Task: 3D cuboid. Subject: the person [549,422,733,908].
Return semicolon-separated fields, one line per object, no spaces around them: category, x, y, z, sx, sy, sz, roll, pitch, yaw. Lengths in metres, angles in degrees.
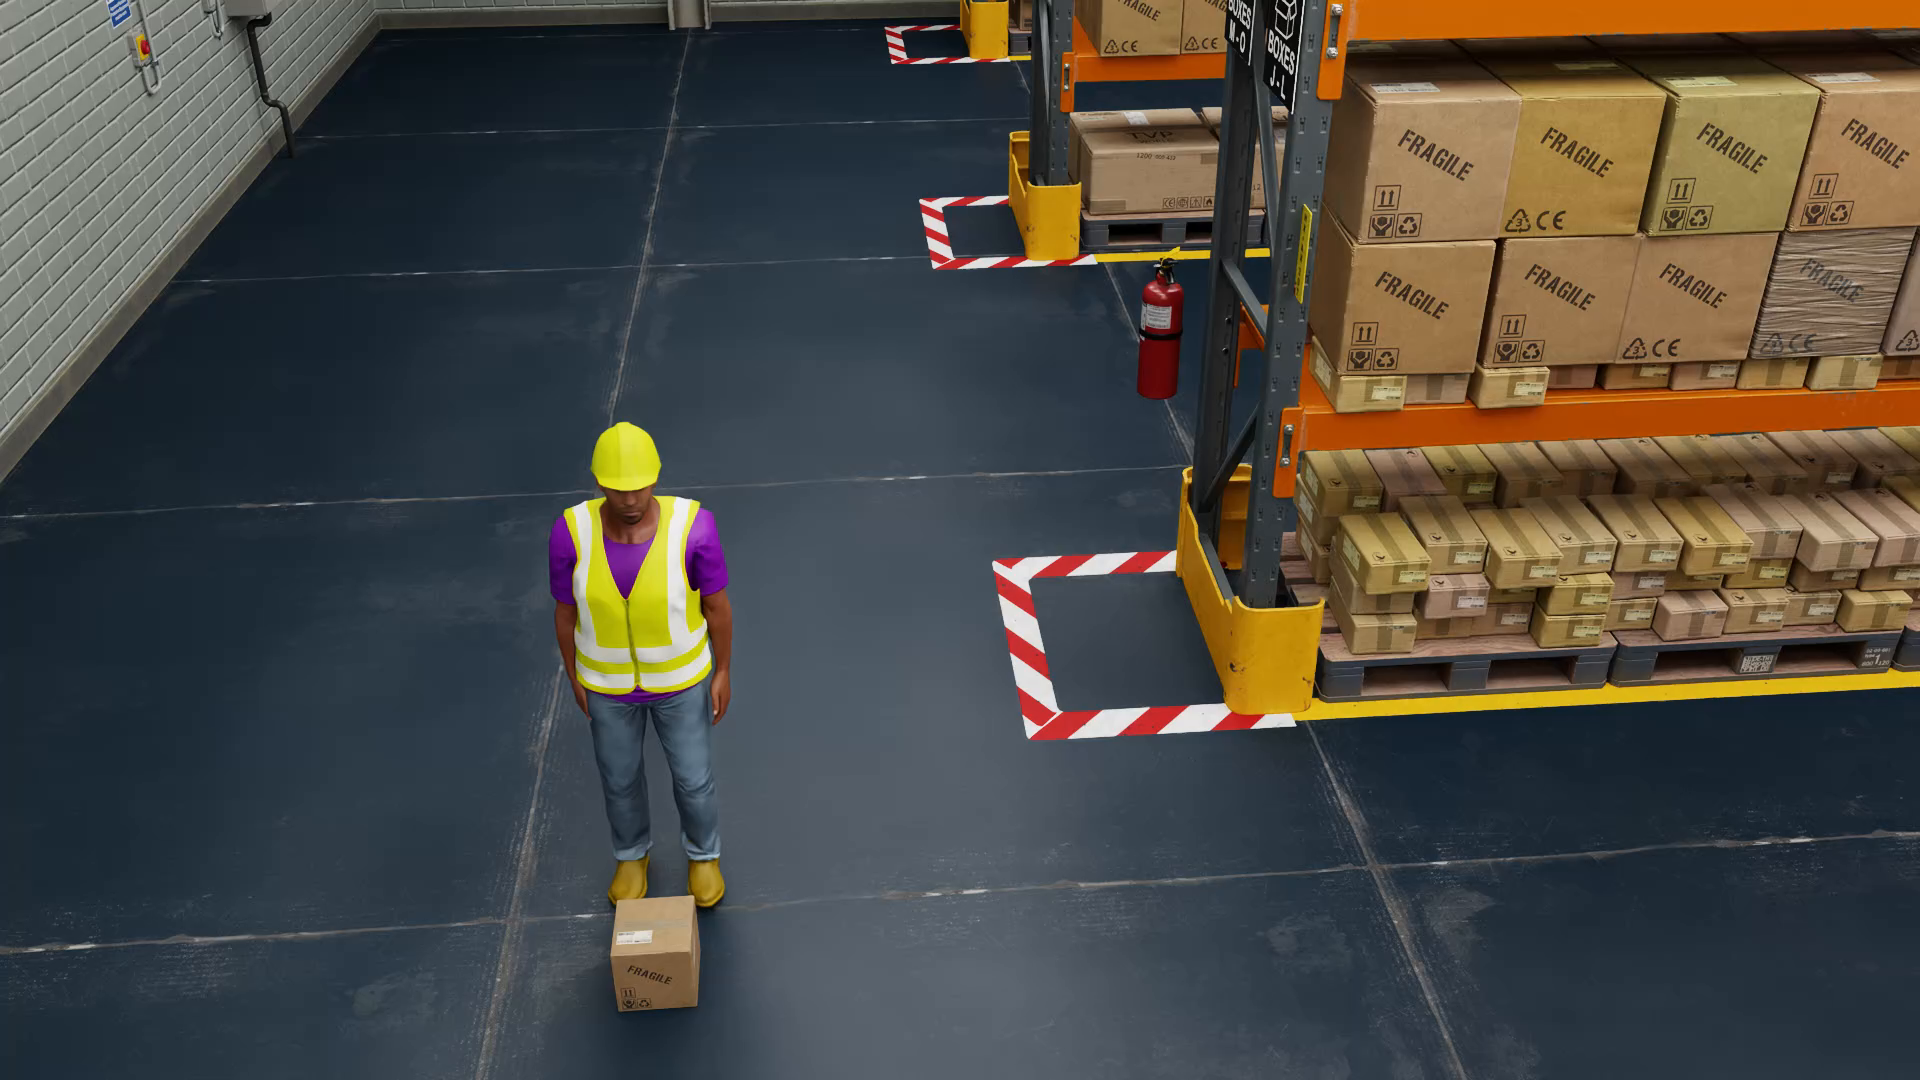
person;-1.009;0.434;5.389;0.563;1.761;0.362;-2;31;-3
